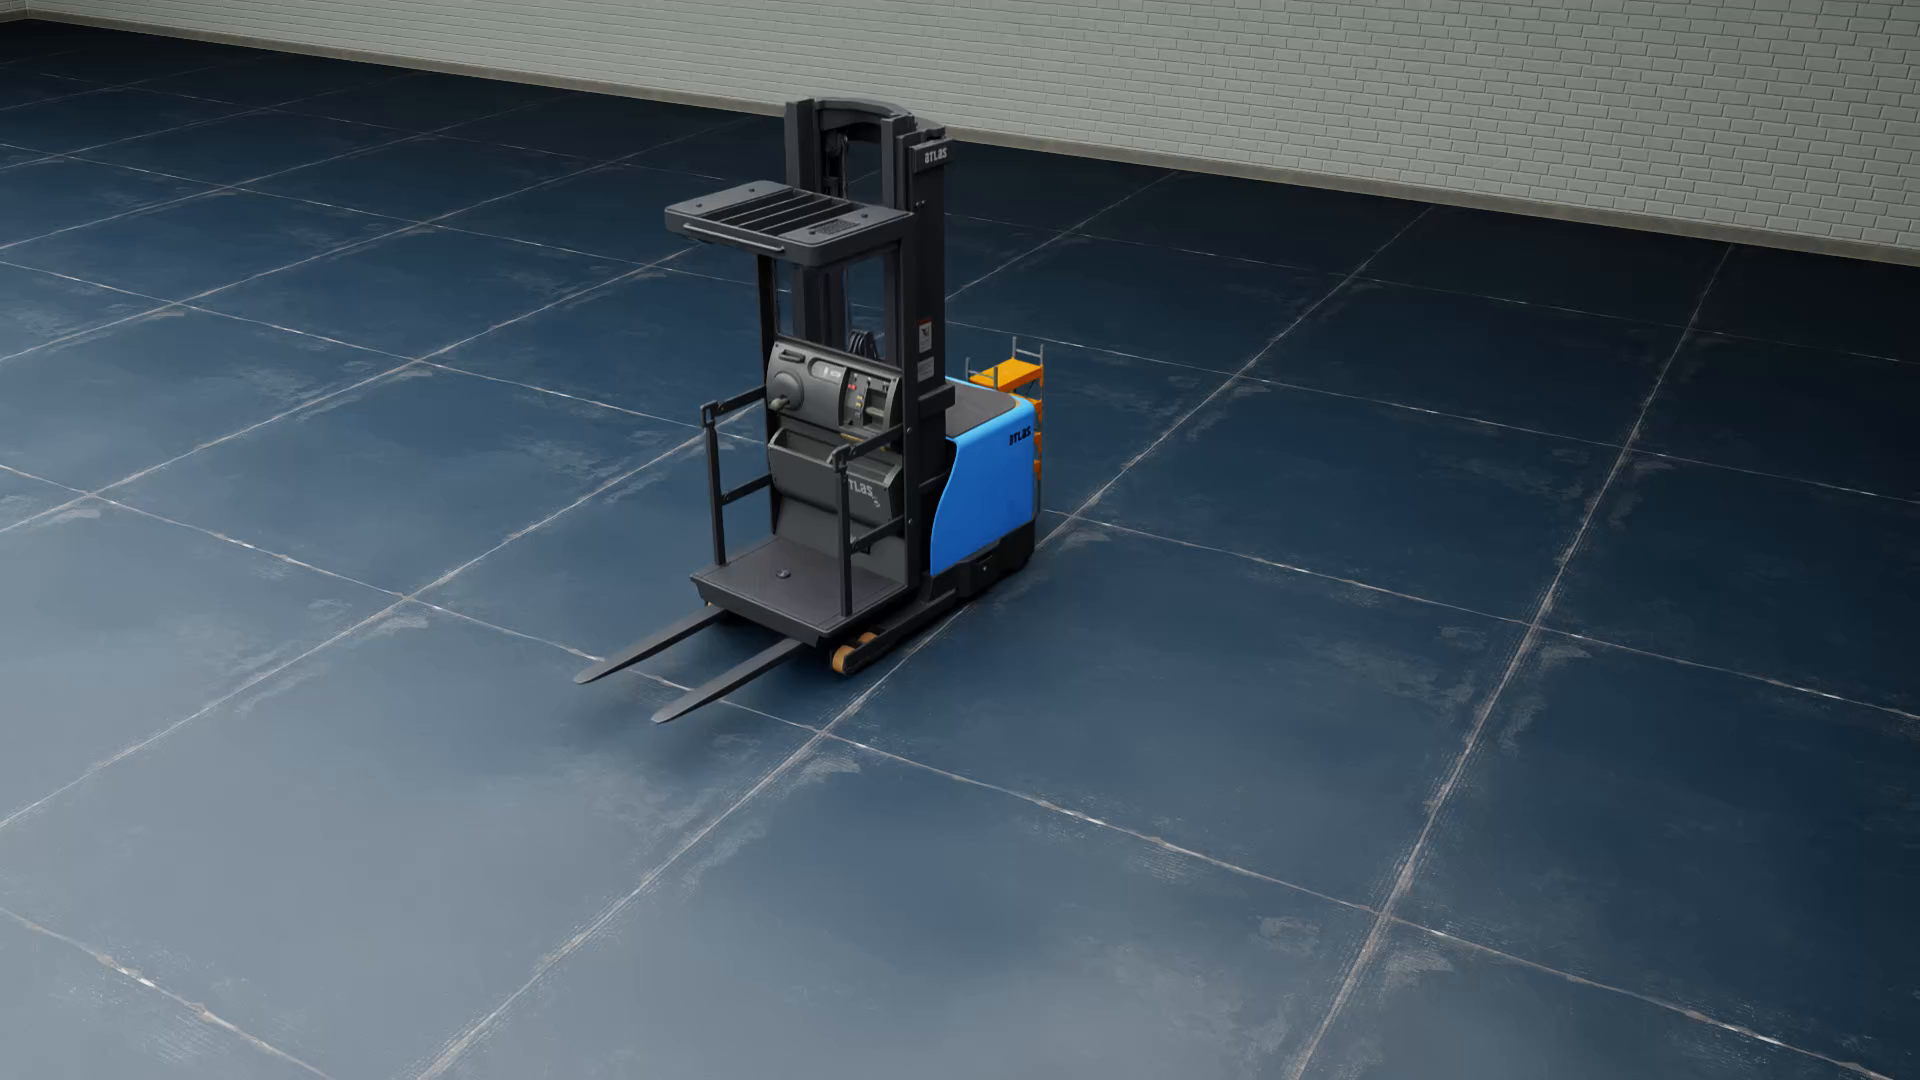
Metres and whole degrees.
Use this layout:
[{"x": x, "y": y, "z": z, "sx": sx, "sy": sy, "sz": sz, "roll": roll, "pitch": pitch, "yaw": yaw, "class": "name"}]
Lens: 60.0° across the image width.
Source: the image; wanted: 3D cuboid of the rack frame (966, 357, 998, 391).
[{"x": 0.133, "y": -0.564, "z": 10.536, "sx": 0.240, "sy": 1.200, "sz": 0.015, "roll": 20, "pitch": 33, "yaw": 34, "class": "rack frame"}]

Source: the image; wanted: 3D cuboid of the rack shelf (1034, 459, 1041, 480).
[{"x": 0.285, "y": -0.412, "z": 10.826, "sx": 0.258, "sy": 0.148, "sz": 0.480, "roll": 20, "pitch": 33, "yaw": 34, "class": "rack shelf"}]

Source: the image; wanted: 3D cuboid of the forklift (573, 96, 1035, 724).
[{"x": -0.842, "y": -0.807, "z": 9.087, "sx": 1.130, "sy": 2.935, "sz": 3.031, "roll": 20, "pitch": 33, "yaw": 34, "class": "forklift"}]

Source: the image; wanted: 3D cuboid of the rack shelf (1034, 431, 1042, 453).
[{"x": 0.285, "y": -0.589, "z": 10.737, "sx": 0.258, "sy": 0.148, "sz": 0.480, "roll": 20, "pitch": 33, "yaw": 34, "class": "rack shelf"}]

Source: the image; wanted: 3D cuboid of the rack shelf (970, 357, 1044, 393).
[{"x": 0.285, "y": -1.001, "z": 10.531, "sx": 0.258, "sy": 0.148, "sz": 0.480, "roll": 20, "pitch": 33, "yaw": 34, "class": "rack shelf"}]

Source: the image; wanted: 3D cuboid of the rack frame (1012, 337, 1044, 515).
[{"x": 0.437, "y": -0.735, "z": 10.877, "sx": 0.240, "sy": 1.200, "sz": 0.015, "roll": 20, "pitch": 33, "yaw": 34, "class": "rack frame"}]

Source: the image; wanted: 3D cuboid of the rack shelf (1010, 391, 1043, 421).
[{"x": 0.285, "y": -0.789, "z": 10.637, "sx": 0.258, "sy": 0.148, "sz": 0.480, "roll": 20, "pitch": 33, "yaw": 34, "class": "rack shelf"}]

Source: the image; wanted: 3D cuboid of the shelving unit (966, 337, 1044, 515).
[{"x": 0.285, "y": -0.649, "z": 10.707, "sx": 0.258, "sy": 1.200, "sz": 0.503, "roll": 20, "pitch": 33, "yaw": 34, "class": "shelving unit"}]
